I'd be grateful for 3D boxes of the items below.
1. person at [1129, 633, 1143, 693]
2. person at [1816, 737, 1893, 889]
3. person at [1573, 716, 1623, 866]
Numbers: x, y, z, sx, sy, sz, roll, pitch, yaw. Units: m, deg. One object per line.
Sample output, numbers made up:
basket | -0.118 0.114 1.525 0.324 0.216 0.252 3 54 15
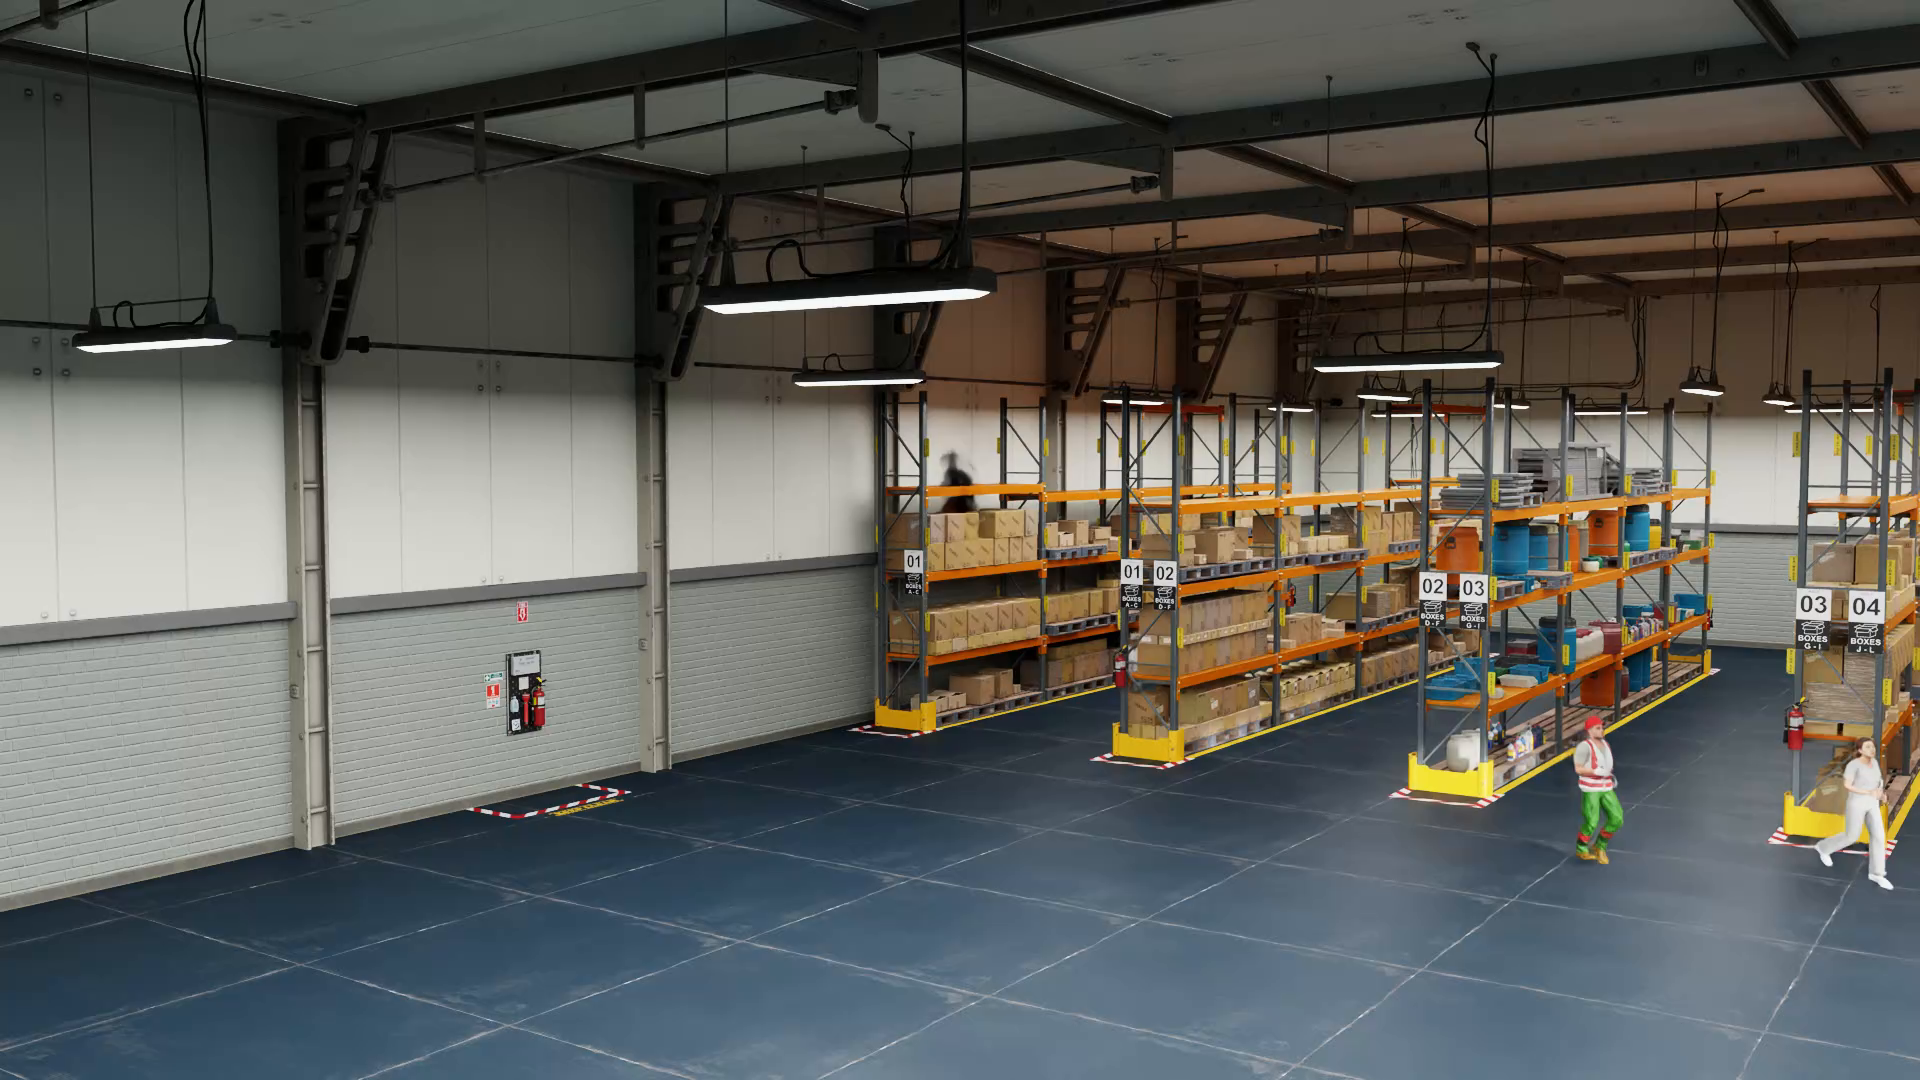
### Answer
person | 3.154 2.507 30.083 0.579 1.682 0.764 1 3 17
person | 10.418 3.102 19.259 0.578 1.678 0.955 -1 3 -16
person | 7.650 3.011 19.876 0.634 1.795 0.655 -1 3 -19
